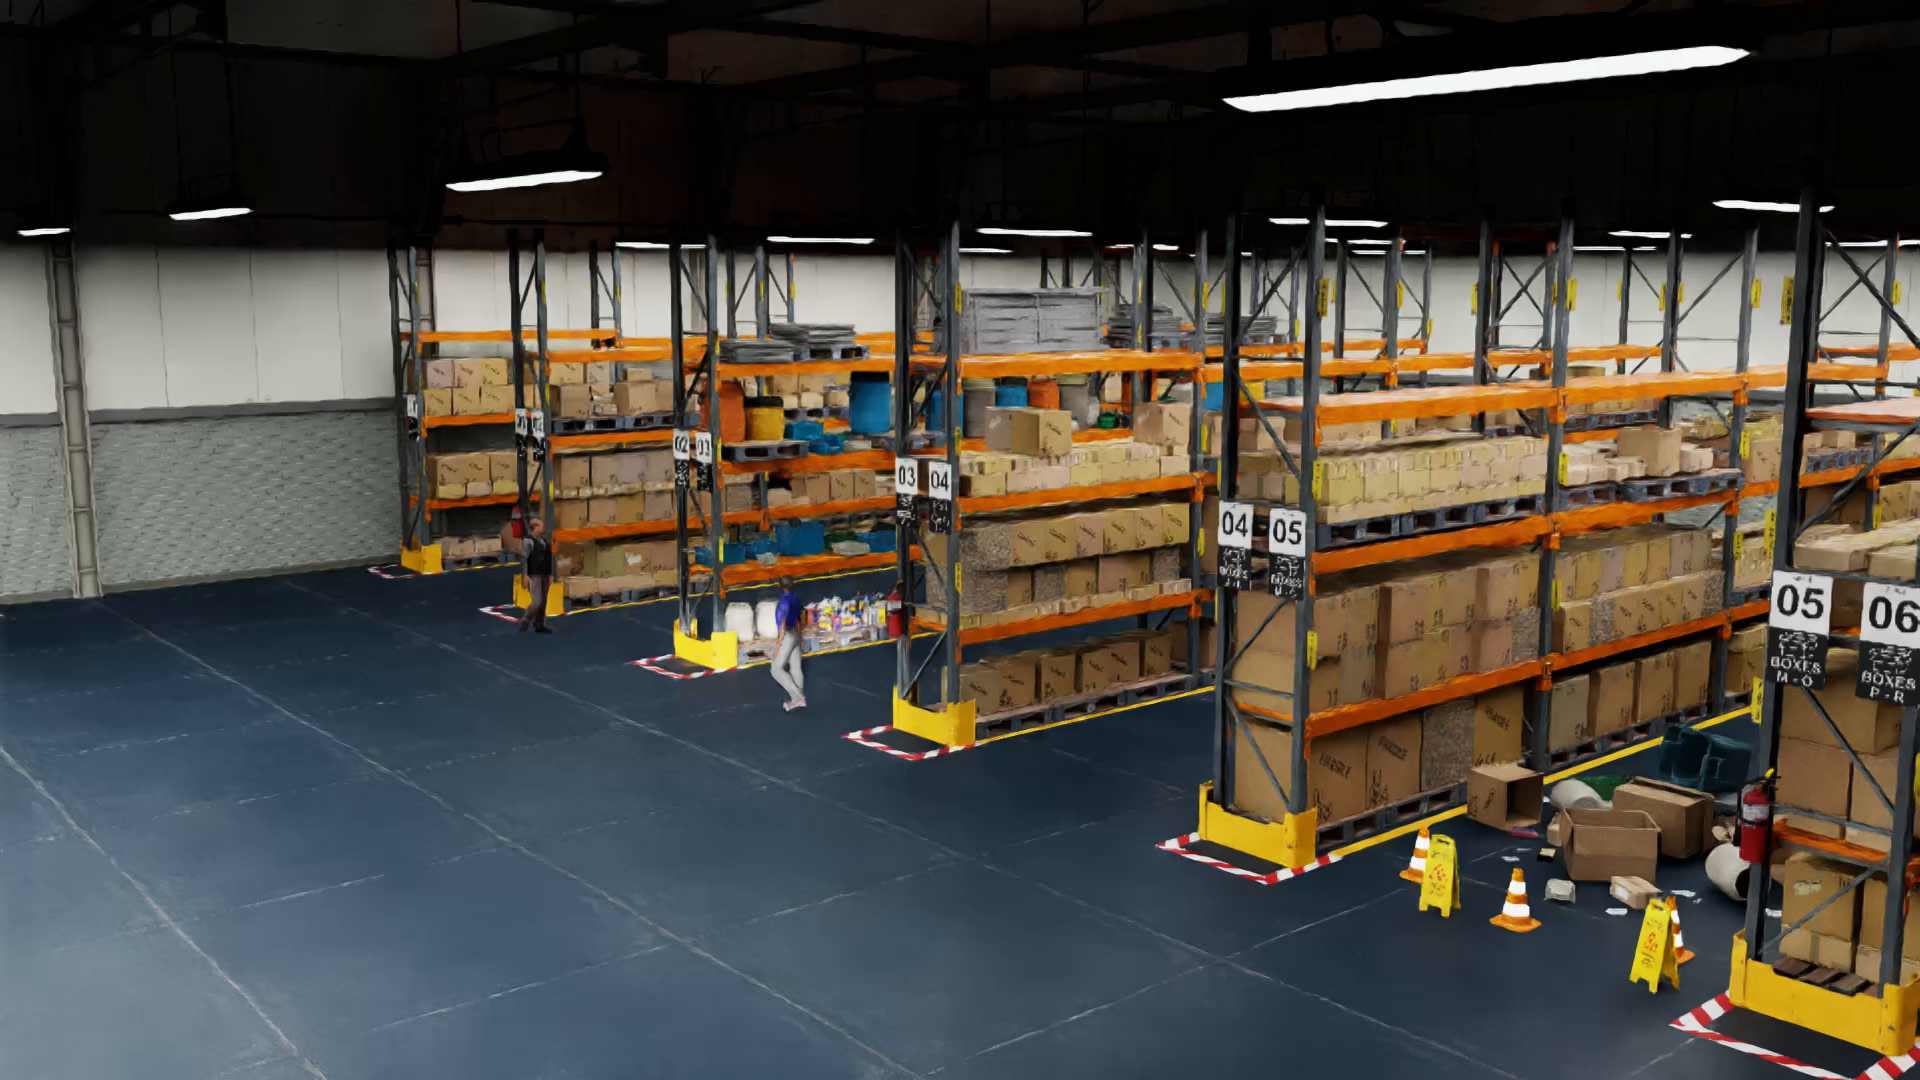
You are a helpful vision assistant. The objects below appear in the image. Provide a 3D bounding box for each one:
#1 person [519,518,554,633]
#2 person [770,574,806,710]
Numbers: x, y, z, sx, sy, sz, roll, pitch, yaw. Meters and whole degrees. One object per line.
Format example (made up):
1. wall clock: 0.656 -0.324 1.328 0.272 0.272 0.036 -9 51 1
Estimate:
1. person: -6.295 0.531 24.697 0.444 1.719 0.569 4 9 22
2. person: -2.059 1.243 20.249 0.430 1.650 0.612 3 9 17
